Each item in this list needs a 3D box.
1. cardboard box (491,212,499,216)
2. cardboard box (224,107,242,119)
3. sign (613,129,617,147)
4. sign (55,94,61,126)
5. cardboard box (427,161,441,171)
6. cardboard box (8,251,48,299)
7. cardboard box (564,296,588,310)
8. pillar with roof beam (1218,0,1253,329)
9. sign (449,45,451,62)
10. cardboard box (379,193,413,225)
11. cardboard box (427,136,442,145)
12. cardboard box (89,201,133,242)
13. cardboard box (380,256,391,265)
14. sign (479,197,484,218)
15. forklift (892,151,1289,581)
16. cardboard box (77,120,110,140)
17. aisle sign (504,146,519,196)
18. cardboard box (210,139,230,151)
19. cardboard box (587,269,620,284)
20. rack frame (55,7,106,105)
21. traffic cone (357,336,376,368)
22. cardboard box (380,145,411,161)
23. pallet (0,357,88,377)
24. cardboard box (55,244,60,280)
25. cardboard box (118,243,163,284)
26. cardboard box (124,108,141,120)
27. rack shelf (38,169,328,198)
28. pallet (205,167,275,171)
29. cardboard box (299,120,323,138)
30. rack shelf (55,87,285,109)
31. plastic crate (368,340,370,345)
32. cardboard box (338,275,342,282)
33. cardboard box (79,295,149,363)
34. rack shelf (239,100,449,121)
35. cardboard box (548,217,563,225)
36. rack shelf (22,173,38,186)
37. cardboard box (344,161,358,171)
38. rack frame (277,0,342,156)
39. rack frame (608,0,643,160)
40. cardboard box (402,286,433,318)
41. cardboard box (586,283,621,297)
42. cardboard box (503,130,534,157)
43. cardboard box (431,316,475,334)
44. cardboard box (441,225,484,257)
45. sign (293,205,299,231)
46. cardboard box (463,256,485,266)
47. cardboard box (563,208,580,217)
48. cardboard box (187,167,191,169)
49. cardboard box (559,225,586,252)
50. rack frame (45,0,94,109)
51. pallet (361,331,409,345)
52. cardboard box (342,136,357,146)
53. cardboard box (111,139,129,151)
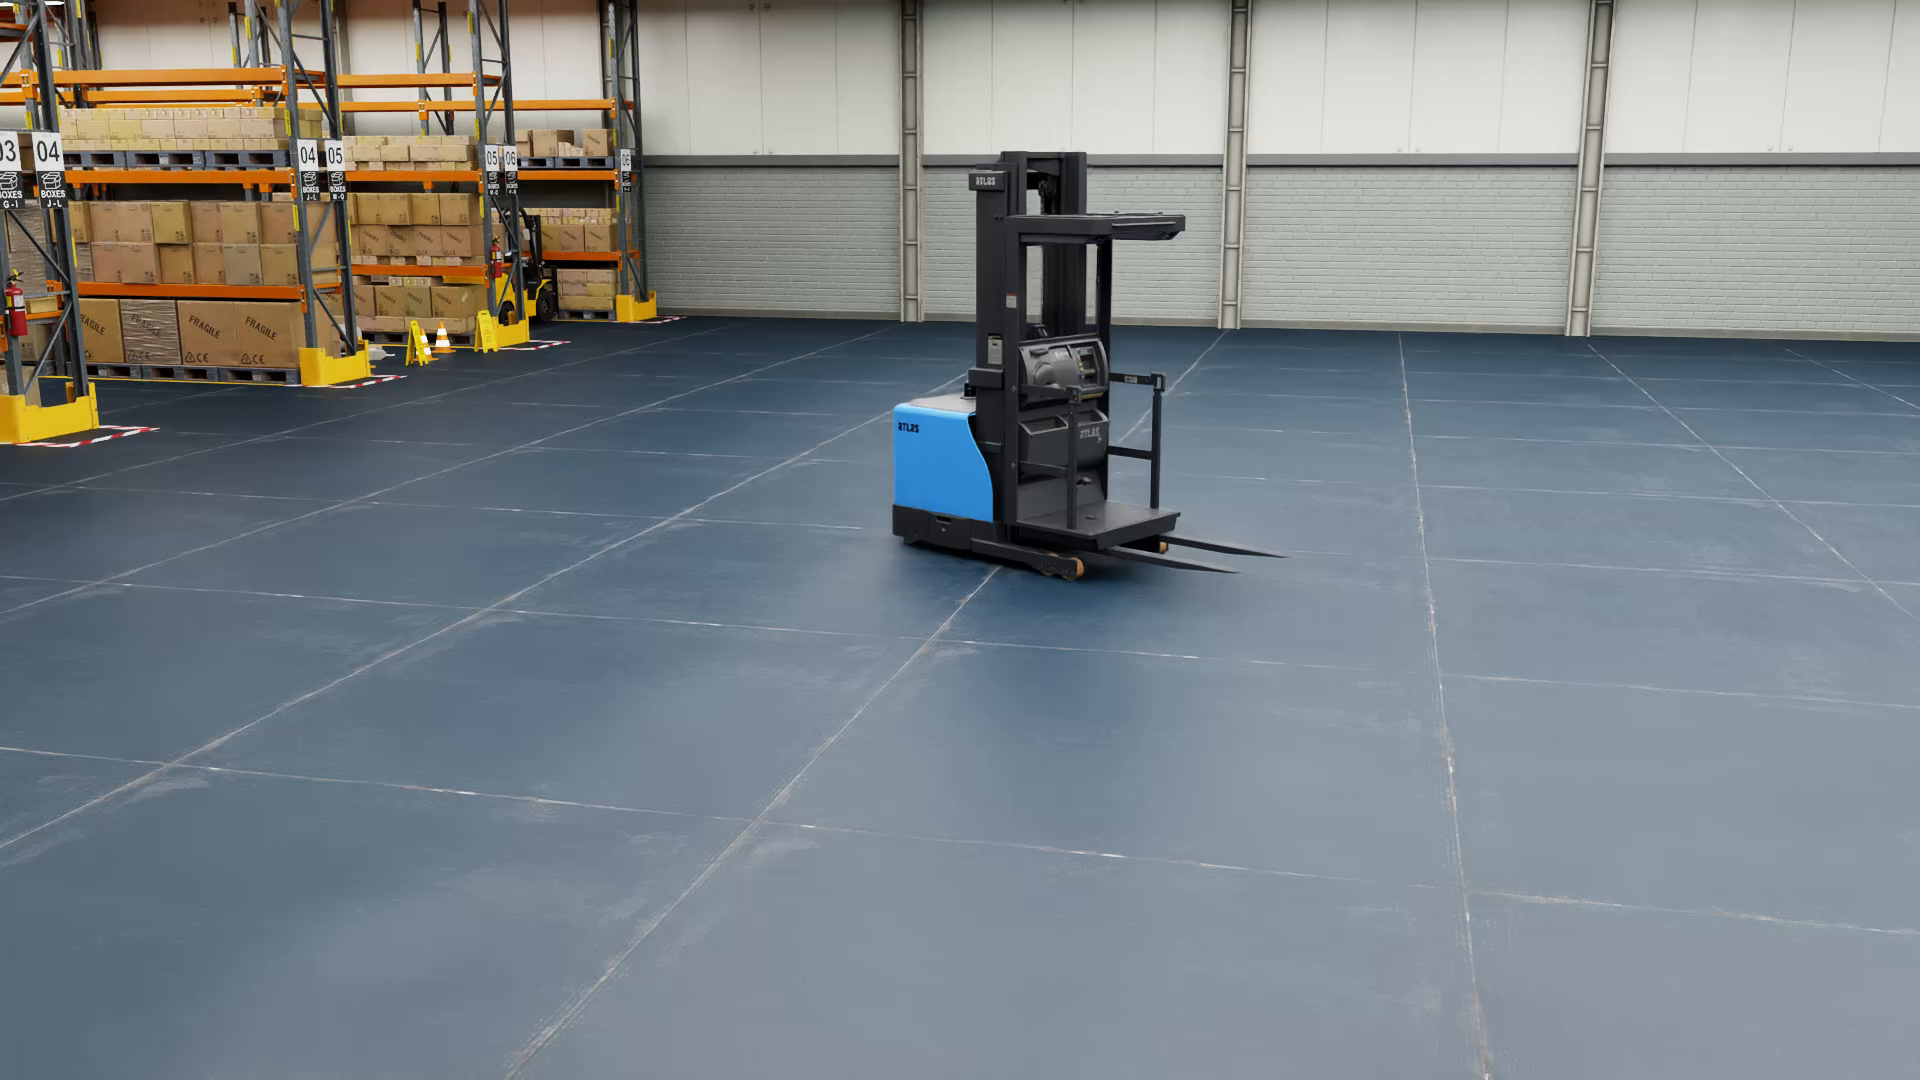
[{"bbox_3d":[-8.905,-6.327,32.084,0.250,0.149,0.380,3,13,13],"label":"cardboard box"},{"bbox_3d":[-9.442,-5.604,21.853,0.250,0.149,0.380,3,13,14],"label":"cardboard box"},{"bbox_3d":[-6.412,-7.481,30.914,0.005,0.325,0.100,3,13,14],"label":"sign"},{"bbox_3d":[-9.699,-4.613,17.833,0.005,0.325,0.100,3,13,14],"label":"sign"},{"bbox_3d":[-8.367,-6.021,26.774,0.250,0.149,0.380,3,13,15],"label":"cardboard box"},{"bbox_3d":[-10.356,-2.837,17.850,0.500,0.500,0.875,3,13,14],"label":"cardboard box"},{"bbox_3d":[-7.281,-4.585,32.025,0.500,0.250,0.500,3,13,14],"label":"cardboard box"},{"bbox_3d":[3.890,-7.363,25.317,0.400,9.000,9.100,3,13,14],"label":"pillar with roof beam"},{"bbox_3d":[-9.996,-9.521,32.525,0.005,0.325,0.100,3,13,14],"label":"sign"},{"bbox_3d":[-9.012,-5.388,27.040,0.500,0.500,0.700,3,13,13],"label":"cardboard box"},{"bbox_3d":[-8.347,-6.409,26.686,0.250,0.149,0.380,3,13,13],"label":"cardboard box"},{"bbox_3d":[-11.514,-4.423,23.081,0.550,0.550,0.875,3,13,14],"label":"cardboard box"},{"bbox_3d":[-9.348,-4.627,27.419,0.250,0.149,0.380,3,13,14],"label":"cardboard box"},{"bbox_3d":[-7.607,-5.296,26.450,0.005,0.325,0.100,3,13,14],"label":"sign"},{"bbox_3d":[0.911,-1.274,11.881,3.031,2.935,1.130,11,17,41],"label":"forklift"},{"bbox_3d":[-11.528,-5.534,22.458,0.500,0.250,0.500,3,13,13],"label":"cardboard box"},{"bbox_3d":[-7.320,-6.023,27.129,0.004,0.787,0.394,3,13,14],"label":"aisle sign"},{"bbox_3d":[-9.686,-5.227,21.997,0.250,0.149,0.380,3,13,14],"label":"cardboard box"},{"bbox_3d":[-6.791,-5.045,31.793,0.500,0.250,0.500,4,13,15],"label":"cardboard box"},{"bbox_3d":[-17.919,-9.288,33.994,0.127,3.000,1.000,3,13,14],"label":"rack frame"},{"bbox_3d":[-8.718,-2.734,24.161,0.334,0.463,0.336,3,13,14],"label":"traffic cone"},{"bbox_3d":[-9.009,-6.251,26.890,0.500,0.250,0.500,3,13,15],"label":"cardboard box"},{"bbox_3d":[-13.193,-2.516,23.763,1.213,0.211,1.003,3,13,14],"label":"pallet"},{"bbox_3d":[-12.872,-3.986,23.719,0.500,0.500,0.500,3,13,14],"label":"cardboard box"},{"bbox_3d":[-11.029,-3.834,22.915,0.550,0.550,0.875,3,13,14],"label":"cardboard box"},{"bbox_3d":[-10.918,-5.682,22.208,0.250,0.149,0.380,3,13,13],"label":"cardboard box"},{"bbox_3d":[-10.484,-4.863,22.637,4.000,0.370,1.077,3,13,14],"label":"rack shelf"},{"bbox_3d":[-11.912,-6.327,28.008,1.003,0.211,1.213,3,13,14],"label":"pallet"},{"bbox_3d":[-8.949,-5.515,22.375,0.500,0.250,0.500,3,13,13],"label":"cardboard box"},{"bbox_3d":[-13.280,-7.386,28.006,4.000,0.370,1.077,3,13,14],"label":"rack shelf"},{"bbox_3d":[-10.010,-3.220,27.239,0.583,0.080,0.402,-1,13,-6],"label":"plastic crate"},{"bbox_3d":[-10.224,-4.312,27.569,0.250,0.149,0.380,4,13,16],"label":"cardboard box"},{"bbox_3d":[-11.832,-2.974,23.323,0.875,0.875,0.875,3,13,14],"label":"cardboard box"},{"bbox_3d":[-12.094,-8.430,32.712,4.000,0.370,1.077,3,13,14],"label":"rack shelf"},{"bbox_3d":[-7.674,-6.113,31.808,0.250,0.149,0.380,3,13,12],"label":"cardboard box"},{"bbox_3d":[-11.771,-3.825,17.959,4.000,0.370,1.077,3,13,14],"label":"rack shelf"},{"bbox_3d":[-9.864,-6.088,27.079,0.250,0.149,0.380,3,13,12],"label":"cardboard box"},{"bbox_3d":[-8.542,-6.575,21.766,0.127,3.000,1.000,3,13,14],"label":"rack frame"},{"bbox_3d":[-6.269,-8.665,31.187,0.127,3.000,1.000,3,13,14],"label":"rack frame"},{"bbox_3d":[-8.802,-3.934,27.362,0.500,0.500,0.500,4,13,16],"label":"cardboard box"},{"bbox_3d":[-6.816,-4.802,31.853,0.500,0.250,0.500,3,13,13],"label":"cardboard box"},{"bbox_3d":[-8.286,-7.589,31.825,0.637,0.503,0.797,3,13,15],"label":"cardboard box"},{"bbox_3d":[-8.327,-3.541,27.323,0.500,0.250,0.500,3,13,13],"label":"cardboard box"},{"bbox_3d":[-8.047,-4.856,26.954,0.500,0.500,0.500,3,13,13],"label":"cardboard box"},{"bbox_3d":[-8.686,-4.213,21.754,0.005,0.325,0.100,3,13,14],"label":"sign"},{"bbox_3d":[-7.869,-4.544,27.043,0.250,0.149,0.380,4,13,15],"label":"cardboard box"},{"bbox_3d":[-7.398,-6.264,31.800,0.250,0.149,0.380,3,13,14],"label":"cardboard box"},{"bbox_3d":[-15.566,-7.570,33.523,0.500,0.250,0.500,3,13,14],"label":"cardboard box"},{"bbox_3d":[-7.311,-5.784,31.823,0.500,0.500,0.500,3,13,15],"label":"cardboard box"},{"bbox_3d":[-15.222,-8.036,28.353,0.127,3.000,1.000,3,13,14],"label":"rack frame"},{"bbox_3d":[-9.489,-3.448,27.962,1.213,0.211,1.003,3,13,14],"label":"pallet"},{"bbox_3d":[-9.833,-6.490,27.047,0.250,0.149,0.380,3,13,13],"label":"cardboard box"},{"bbox_3d":[-11.166,-5.306,22.354,0.250,0.149,0.380,3,13,13],"label":"cardboard box"}]
